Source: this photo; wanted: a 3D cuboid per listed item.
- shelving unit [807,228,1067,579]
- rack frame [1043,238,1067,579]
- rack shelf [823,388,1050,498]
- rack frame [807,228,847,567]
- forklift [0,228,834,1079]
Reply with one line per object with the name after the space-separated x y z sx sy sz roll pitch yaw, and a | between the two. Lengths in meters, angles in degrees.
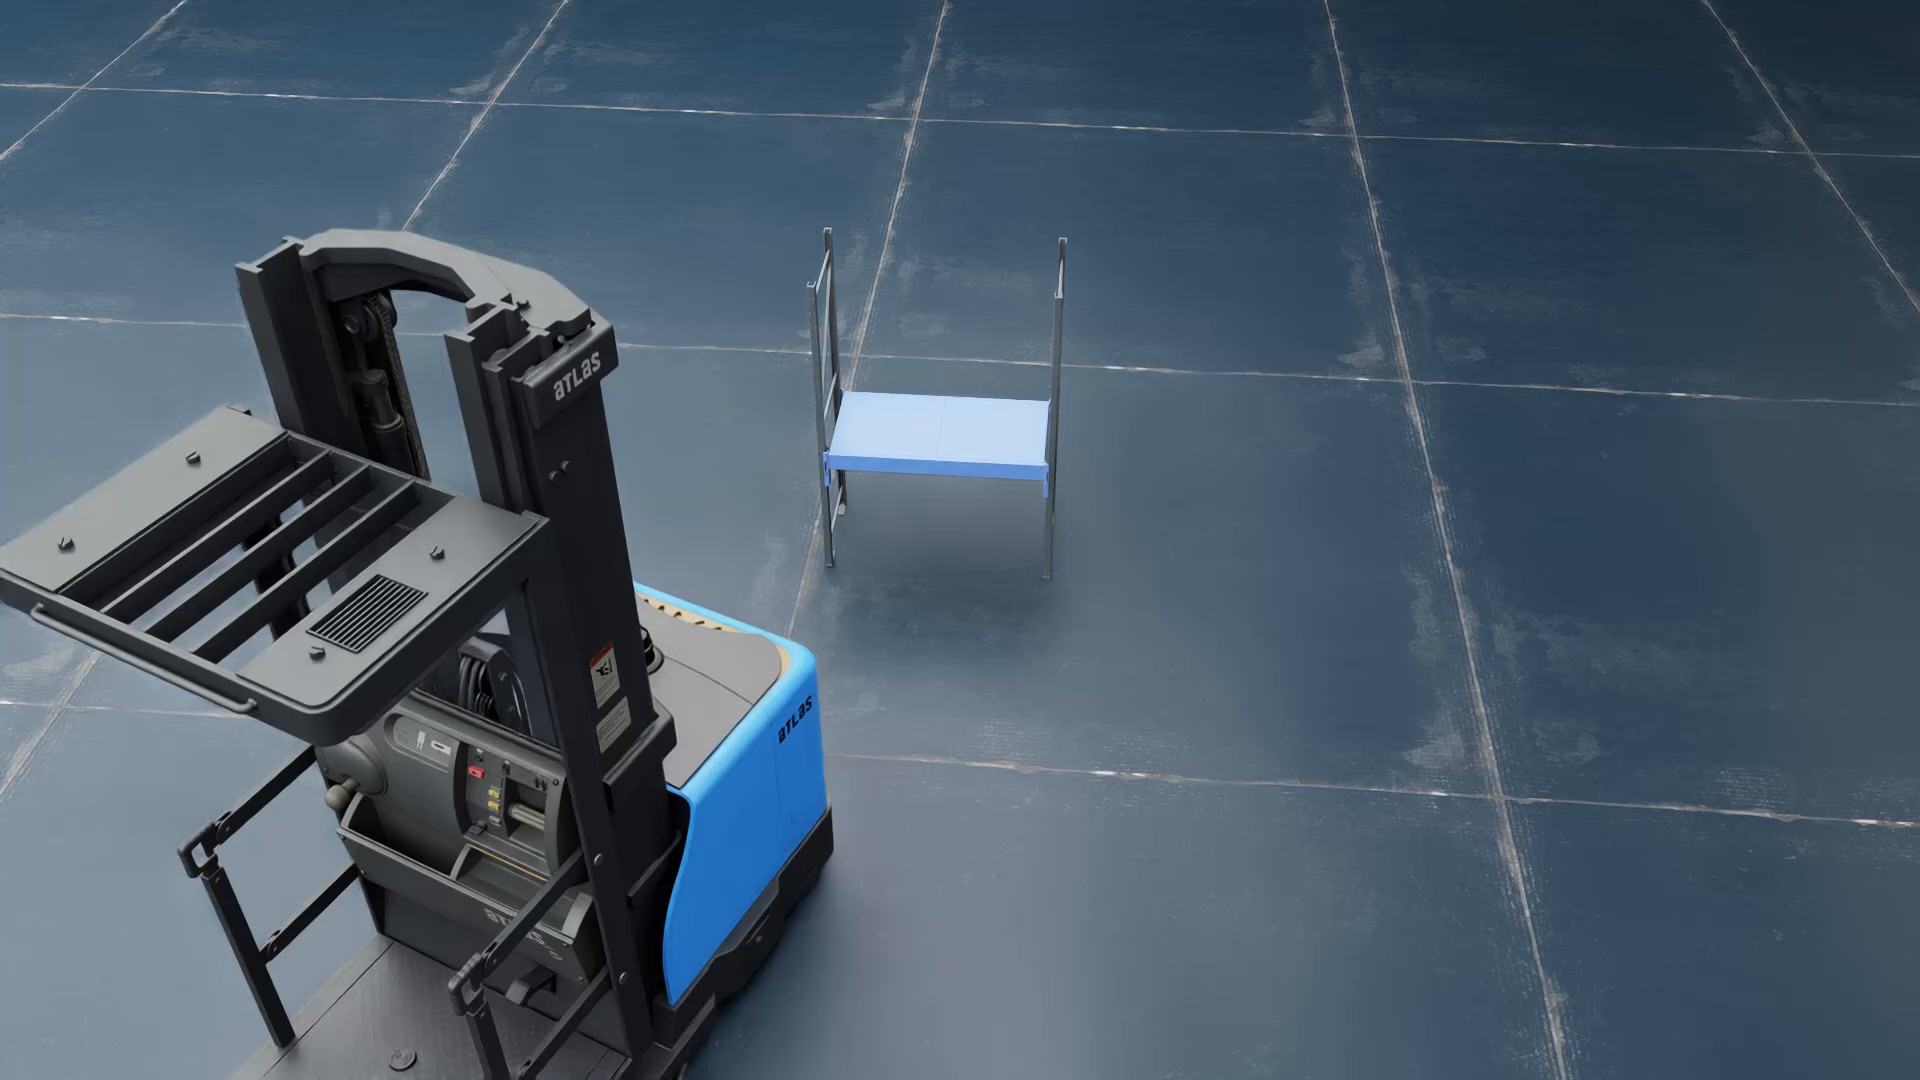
-0.085 -0.586 7.453 1.048 1.500 0.538 3 39 4 | shelving unit
0.421 -0.559 7.419 0.032 1.500 0.500 3 39 4 | rack frame
-0.085 -0.447 7.566 1.000 0.185 0.538 3 39 4 | rack shelf
-0.591 -0.614 7.487 0.032 1.500 0.500 3 39 4 | rack frame
-1.618 0.755 4.671 1.130 2.935 3.031 18 43 21 | forklift
